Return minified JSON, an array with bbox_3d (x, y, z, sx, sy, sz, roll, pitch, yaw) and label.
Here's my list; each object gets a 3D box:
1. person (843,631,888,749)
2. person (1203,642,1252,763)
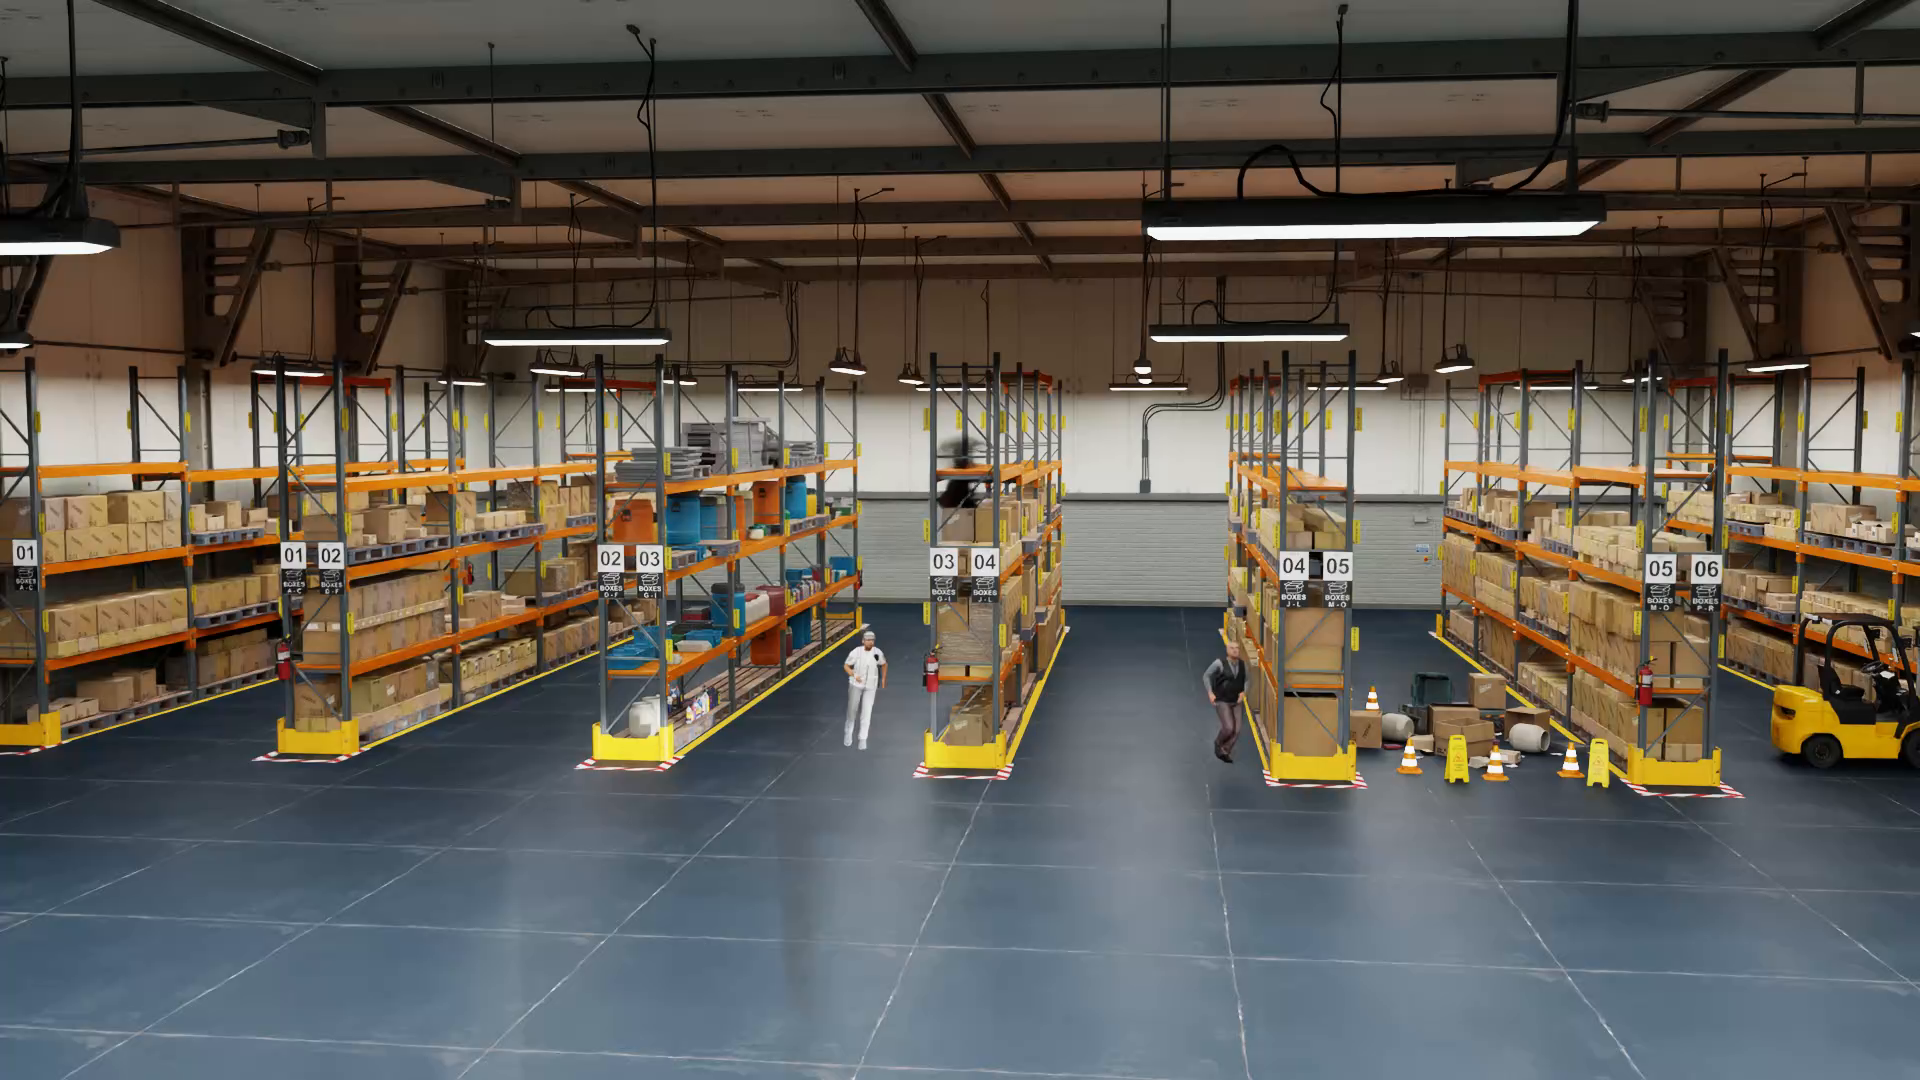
[{"bbox_3d":[-1.370,2.190,24.351,0.660,1.720,0.791,-1,4,-11],"label":"person"},{"bbox_3d":[3.743,2.256,23.053,0.675,1.692,0.506,-1,4,-16],"label":"person"}]
